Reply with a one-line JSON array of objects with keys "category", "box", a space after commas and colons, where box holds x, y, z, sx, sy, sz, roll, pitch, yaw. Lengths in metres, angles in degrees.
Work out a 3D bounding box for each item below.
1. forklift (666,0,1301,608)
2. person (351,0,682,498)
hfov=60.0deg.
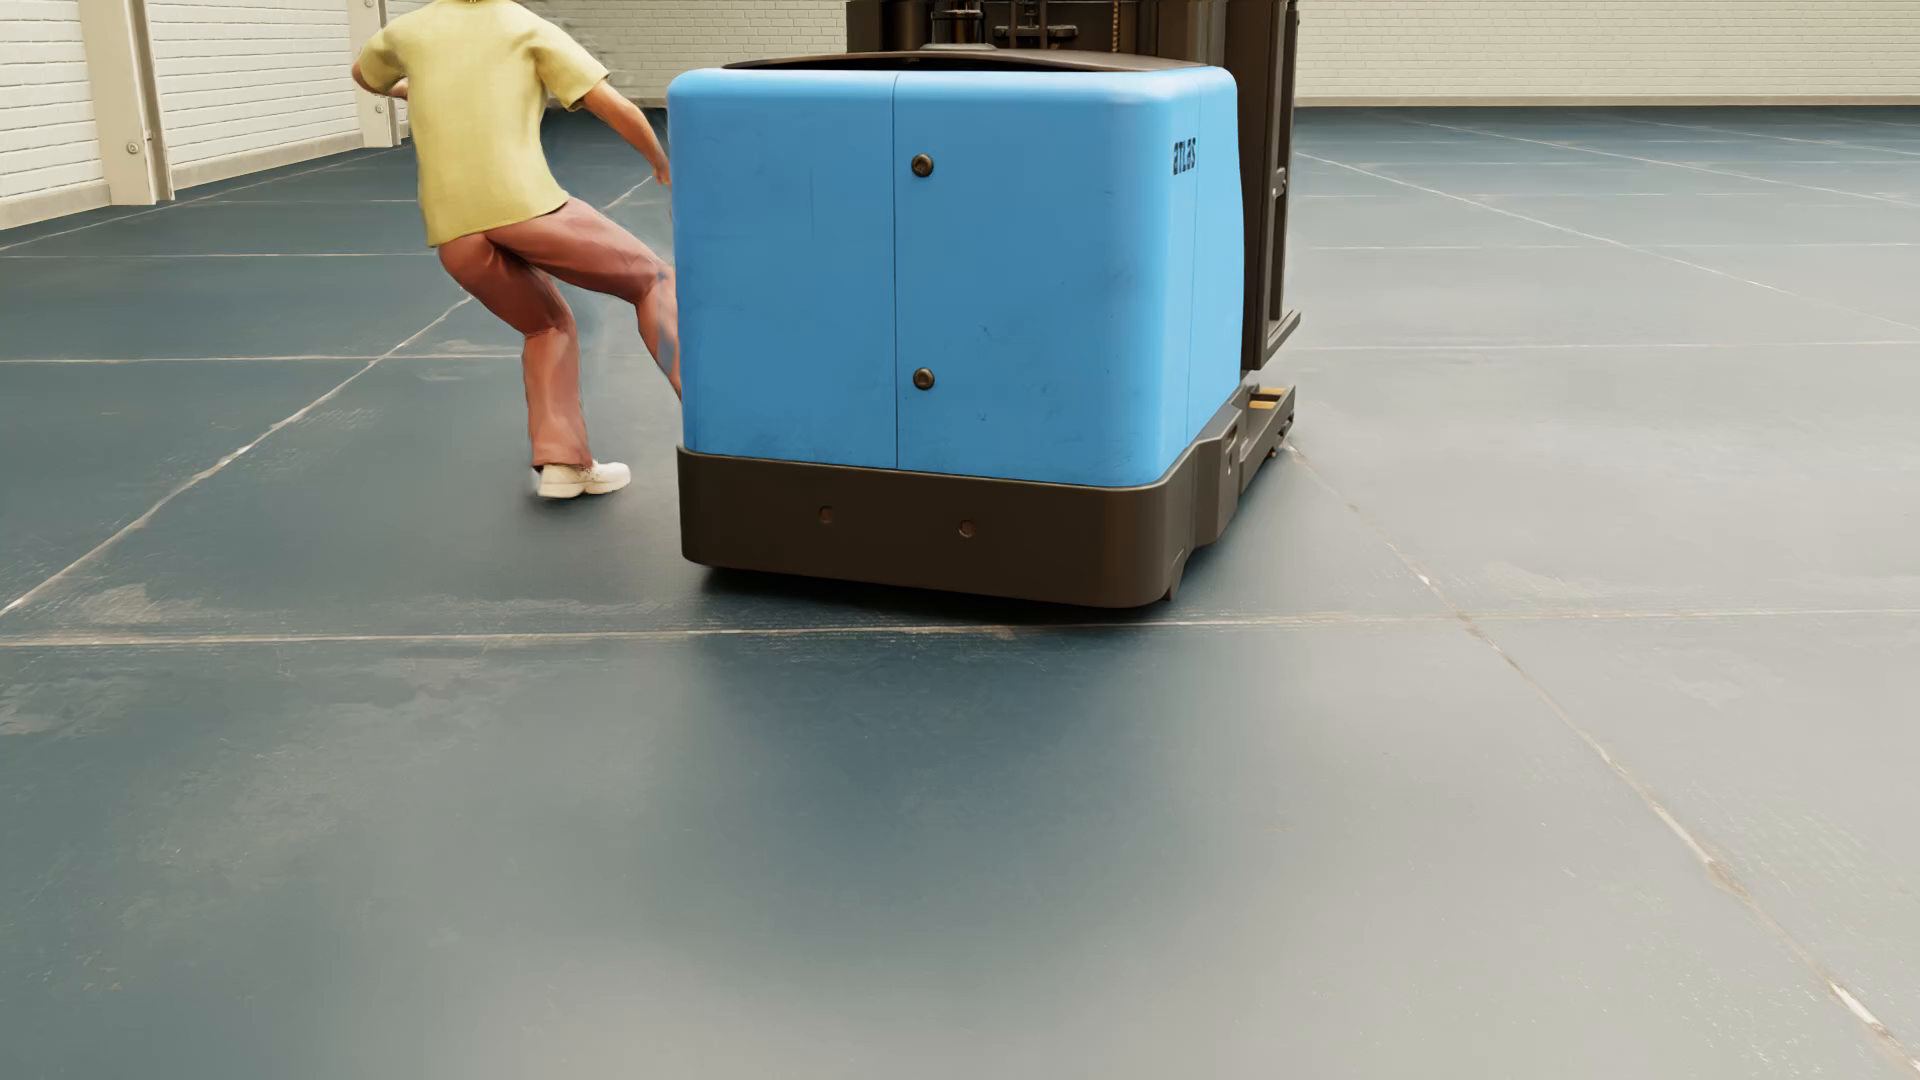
[{"category": "forklift", "box": [0.347, -1.660, 4.333, 1.130, 2.935, 3.031, 6, 18, 17]}, {"category": "person", "box": [-0.963, -0.853, 4.286, 1.197, 1.429, 0.812, 1, 17, 4]}]
